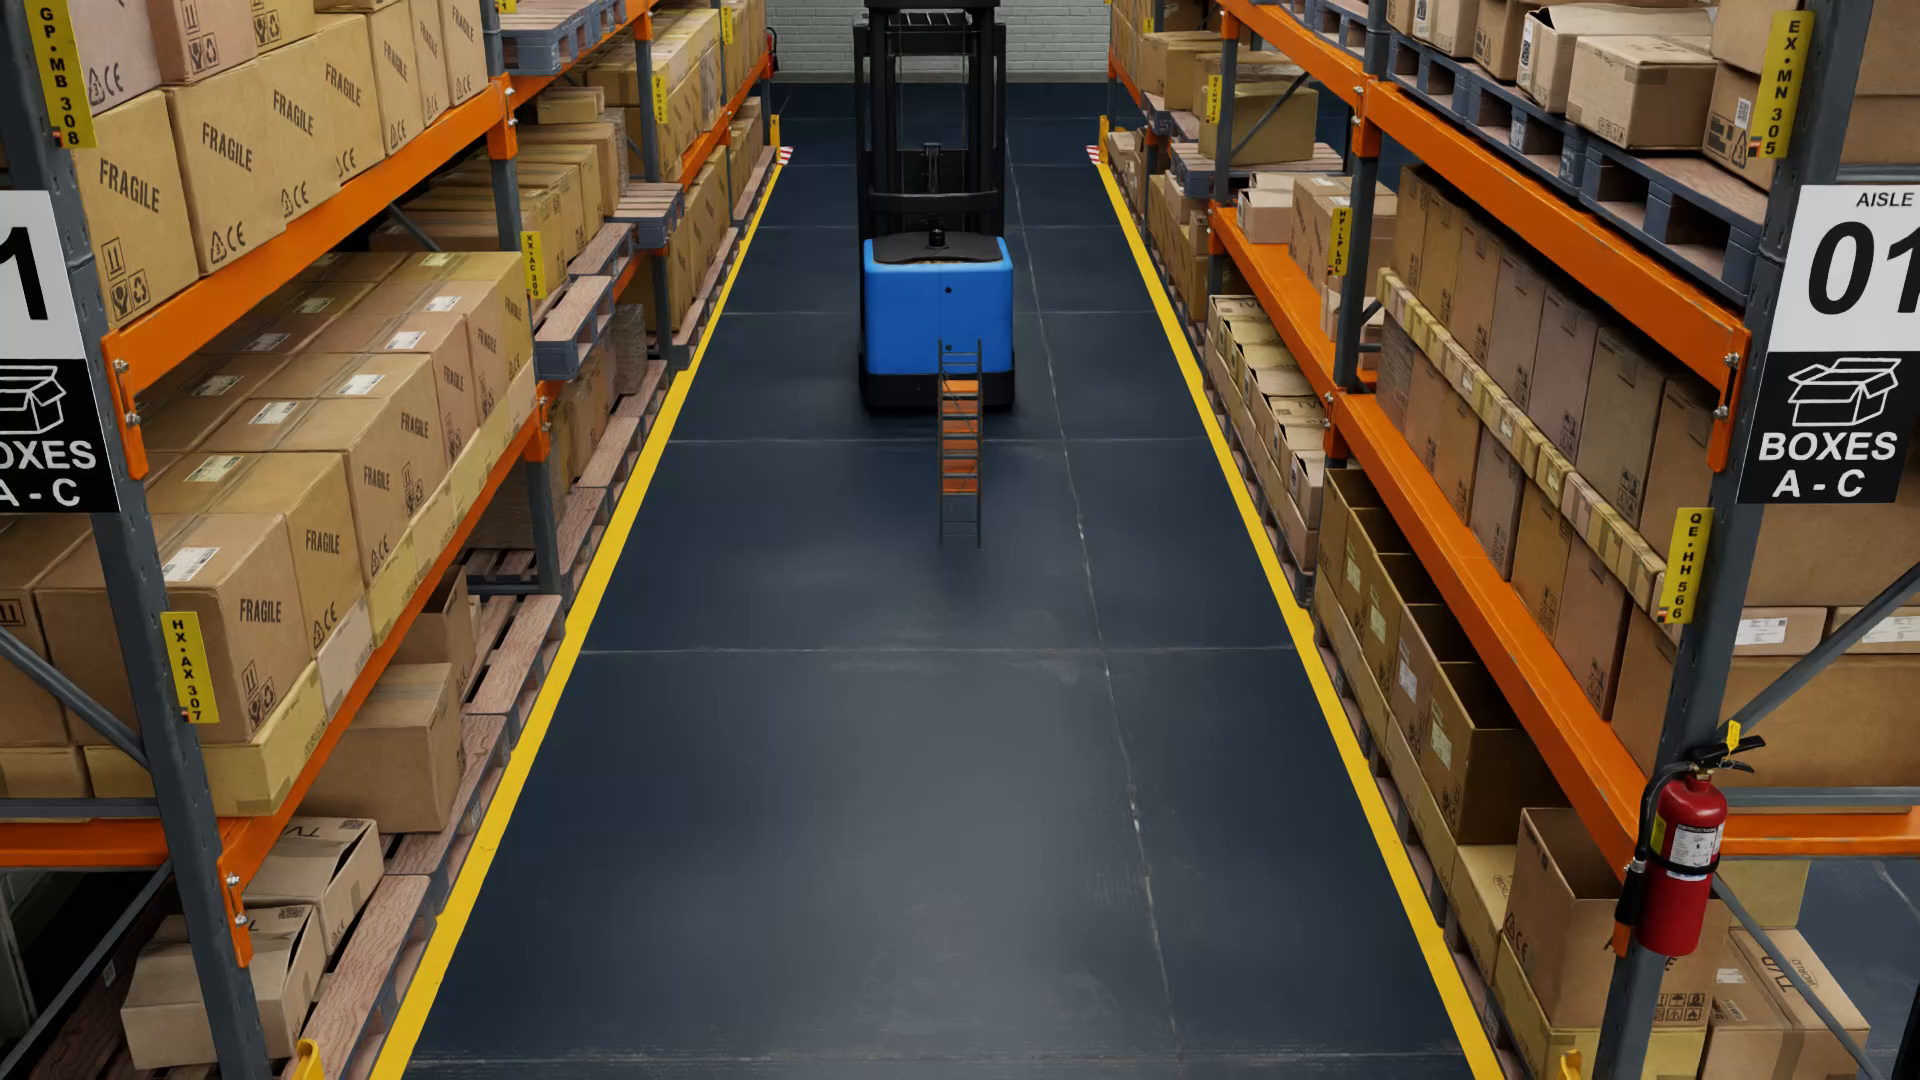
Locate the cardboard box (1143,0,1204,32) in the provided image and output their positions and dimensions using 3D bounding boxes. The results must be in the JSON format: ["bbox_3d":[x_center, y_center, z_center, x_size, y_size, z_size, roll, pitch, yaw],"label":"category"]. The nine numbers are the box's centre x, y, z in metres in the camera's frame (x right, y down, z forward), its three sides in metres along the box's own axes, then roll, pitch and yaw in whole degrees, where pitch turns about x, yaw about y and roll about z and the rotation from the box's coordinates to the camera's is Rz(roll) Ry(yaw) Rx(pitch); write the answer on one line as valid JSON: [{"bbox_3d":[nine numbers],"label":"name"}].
[{"bbox_3d":[2.011,-4.946,15.712,0.500,0.500,0.500,0,24,0],"label":"cardboard box"}]

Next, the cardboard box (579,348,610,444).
[{"bbox_3d":[-2.651,-0.914,10.629,0.700,0.500,0.500,0,24,-1],"label":"cardboard box"}]

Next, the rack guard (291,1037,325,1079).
[{"bbox_3d":[-2.548,1.838,5.079,1.175,0.500,0.348,0,24,-1],"label":"rack guard"}]

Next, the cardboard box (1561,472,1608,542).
[{"bbox_3d":[2.204,-0.108,5.440,0.380,0.149,0.250,0,24,0],"label":"cardboard box"}]

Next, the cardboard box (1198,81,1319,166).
[{"bbox_3d":[2.199,-3.086,12.301,0.700,0.500,0.500,-9,26,-18],"label":"cardboard box"}]

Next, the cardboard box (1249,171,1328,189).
[{"bbox_3d":[2.279,-2.399,11.522,0.500,0.311,0.500,1,24,3],"label":"cardboard box"}]

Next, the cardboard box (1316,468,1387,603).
[{"bbox_3d":[2.055,-0.029,8.092,0.500,0.500,0.500,0,24,-1],"label":"cardboard box"}]

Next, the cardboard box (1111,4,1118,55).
[{"bbox_3d":[1.973,-5.748,18.697,0.500,0.500,0.500,0,24,1],"label":"cardboard box"}]

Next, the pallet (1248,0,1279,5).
[{"bbox_3d":[2.416,-3.591,10.639,1.213,0.211,1.003,1,24,2],"label":"pallet"}]

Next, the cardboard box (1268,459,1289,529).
[{"bbox_3d":[2.064,-0.258,9.507,0.500,0.250,0.500,-1,24,-1],"label":"cardboard box"}]

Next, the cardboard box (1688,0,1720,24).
[{"bbox_3d":[2.661,-1.646,5.309,0.500,0.500,0.500,0,24,-1],"label":"cardboard box"}]

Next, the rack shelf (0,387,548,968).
[{"bbox_3d":[-2.569,0.234,6.465,1.077,0.370,4.000,0,24,-1],"label":"rack shelf"}]

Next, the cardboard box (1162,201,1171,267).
[{"bbox_3d":[2.052,-2.673,14.520,0.500,0.500,0.500,0,24,0],"label":"cardboard box"}]

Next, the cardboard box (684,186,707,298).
[{"bbox_3d":[-2.514,-2.442,13.609,0.750,0.750,0.750,0,24,-1],"label":"cardboard box"}]

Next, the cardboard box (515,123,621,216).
[{"bbox_3d":[-2.586,-2.388,10.735,0.700,0.500,0.500,-3,24,-6],"label":"cardboard box"}]

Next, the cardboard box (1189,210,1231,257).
[{"bbox_3d":[2.069,-2.400,13.007,0.500,0.250,0.500,1,24,1],"label":"cardboard box"}]

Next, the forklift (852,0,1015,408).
[{"bbox_3d":[-0.232,-2.828,12.447,1.130,2.935,3.031,-2,24,-3],"label":"forklift"}]

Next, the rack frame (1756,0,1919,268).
[{"bbox_3d":[2.406,-2.027,3.311,1.000,3.000,0.127,0,24,-1],"label":"rack frame"}]

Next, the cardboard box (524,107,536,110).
[{"bbox_3d":[-2.903,-2.950,12.125,0.500,0.500,0.500,0,24,0],"label":"cardboard box"}]

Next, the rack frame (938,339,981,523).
[{"bbox_3d":[-0.001,-0.578,9.573,0.240,1.200,0.006,0,24,-1],"label":"rack frame"}]

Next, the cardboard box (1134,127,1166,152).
[{"bbox_3d":[2.250,-4.075,17.616,0.797,0.503,0.637,0,24,-1],"label":"cardboard box"}]

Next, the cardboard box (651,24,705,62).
[{"bbox_3d":[-2.416,-4.134,13.833,0.500,0.250,0.500,0,24,0],"label":"cardboard box"}]

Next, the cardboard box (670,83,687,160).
[{"bbox_3d":[-2.380,-3.173,12.620,0.500,0.500,0.500,1,24,1],"label":"cardboard box"}]

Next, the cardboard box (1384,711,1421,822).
[{"bbox_3d":[2.077,0.931,6.879,0.500,0.250,0.500,0,24,-1],"label":"cardboard box"}]

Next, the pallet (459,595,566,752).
[{"bbox_3d":[-2.548,0.629,8.102,1.003,0.211,1.213,0,24,-1],"label":"pallet"}]

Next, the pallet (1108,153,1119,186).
[{"bbox_3d":[2.242,-4.256,18.904,1.003,0.211,1.213,0,24,-1],"label":"pallet"}]

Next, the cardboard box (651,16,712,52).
[{"bbox_3d":[-2.421,-4.344,14.298,0.500,0.250,0.500,0,24,1],"label":"cardboard box"}]

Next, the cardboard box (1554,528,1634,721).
[{"bbox_3d":[2.403,0.252,5.430,0.700,0.500,0.500,0,24,1],"label":"cardboard box"}]

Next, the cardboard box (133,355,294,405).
[{"bbox_3d":[-2.776,-0.373,6.183,0.500,0.500,0.500,0,24,0],"label":"cardboard box"}]

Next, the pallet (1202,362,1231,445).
[{"bbox_3d":[2.289,-0.980,11.660,1.003,0.211,1.213,0,24,-1],"label":"pallet"}]

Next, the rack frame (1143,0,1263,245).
[{"bbox_3d":[2.275,-4.238,15.480,1.000,3.000,0.127,0,24,-1],"label":"rack frame"}]

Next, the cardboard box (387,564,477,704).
[{"bbox_3d":[-2.539,0.448,7.618,0.500,0.500,0.500,-2,24,-5],"label":"cardboard box"}]

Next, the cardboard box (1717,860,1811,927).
[{"bbox_3d":[2.615,0.999,5.819,0.500,0.500,0.500,0,24,-1],"label":"cardboard box"}]

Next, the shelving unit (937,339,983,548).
[{"bbox_3d":[0.000,-0.541,9.490,0.258,1.200,0.189,0,24,-1],"label":"shelving unit"}]

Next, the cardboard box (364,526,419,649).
[{"bbox_3d":[-2.254,0.163,5.906,0.500,0.250,0.500,-1,24,-1],"label":"cardboard box"}]

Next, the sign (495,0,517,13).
[{"bbox_3d":[-2.048,-2.526,7.427,0.100,0.325,0.005,0,24,-1],"label":"sign"}]

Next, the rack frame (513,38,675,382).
[{"bbox_3d":[-2.634,-2.566,11.783,1.000,3.000,0.127,0,24,-1],"label":"rack frame"}]

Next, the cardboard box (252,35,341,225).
[{"bbox_3d":[-2.281,-1.265,5.122,0.500,0.500,0.500,1,24,2],"label":"cardboard box"}]

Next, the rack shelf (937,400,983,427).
[{"bbox_3d":[0.000,-0.719,9.409,0.258,0.103,0.180,0,24,-1],"label":"rack shelf"}]

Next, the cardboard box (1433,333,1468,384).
[{"bbox_3d":[2.184,-0.750,6.860,0.380,0.149,0.250,-1,24,-2],"label":"cardboard box"}]

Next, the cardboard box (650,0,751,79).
[{"bbox_3d":[-2.688,-5.175,17.188,0.980,0.700,0.700,-1,24,-3],"label":"cardboard box"}]

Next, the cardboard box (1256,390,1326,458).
[{"bbox_3d":[2.056,-0.721,9.851,0.500,0.311,0.500,0,24,-1],"label":"cardboard box"}]

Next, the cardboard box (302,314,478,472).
[{"bbox_3d":[-2.270,-0.593,6.670,0.500,0.500,0.500,-1,24,-2],"label":"cardboard box"}]

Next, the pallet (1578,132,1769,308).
[{"bbox_3d":[2.424,-0.911,4.592,1.003,0.211,1.213,0,24,-1],"label":"pallet"}]

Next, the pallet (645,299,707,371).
[{"bbox_3d":[-2.568,-1.621,13.077,1.003,0.211,1.213,0,24,-1],"label":"pallet"}]

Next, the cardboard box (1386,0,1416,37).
[{"bbox_3d":[2.104,-2.400,6.976,0.500,0.500,0.500,2,24,4],"label":"cardboard box"}]

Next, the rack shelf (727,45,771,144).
[{"bbox_3d":[-2.700,-4.710,17.398,1.077,0.370,4.000,0,24,-1],"label":"rack shelf"}]

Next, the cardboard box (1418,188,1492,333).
[{"bbox_3d":[2.381,-1.187,7.039,0.700,0.500,0.500,0,24,-1],"label":"cardboard box"}]

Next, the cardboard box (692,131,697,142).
[{"bbox_3d":[-2.421,-3.447,14.012,0.380,0.149,0.250,-1,24,-2],"label":"cardboard box"}]

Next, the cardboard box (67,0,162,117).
[{"bbox_3d":[-2.309,-1.306,3.999,0.500,0.500,0.500,-2,24,-4],"label":"cardboard box"}]

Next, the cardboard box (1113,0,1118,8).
[{"bbox_3d":[1.973,-6.203,18.491,0.500,0.500,0.500,0,24,1],"label":"cardboard box"}]

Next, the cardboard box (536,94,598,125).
[{"bbox_3d":[-2.582,-2.833,10.931,0.380,0.149,0.250,-4,25,-9],"label":"cardboard box"}]

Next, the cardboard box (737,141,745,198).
[{"bbox_3d":[-2.586,-3.782,16.996,0.700,0.500,0.500,0,24,-1],"label":"cardboard box"}]

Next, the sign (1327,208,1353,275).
[{"bbox_3d":[1.820,-1.426,7.955,0.100,0.325,0.005,0,24,-1],"label":"sign"}]

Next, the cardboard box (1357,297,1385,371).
[{"bbox_3d":[2.314,-1.076,8.671,0.500,0.250,0.500,1,24,3],"label":"cardboard box"}]
